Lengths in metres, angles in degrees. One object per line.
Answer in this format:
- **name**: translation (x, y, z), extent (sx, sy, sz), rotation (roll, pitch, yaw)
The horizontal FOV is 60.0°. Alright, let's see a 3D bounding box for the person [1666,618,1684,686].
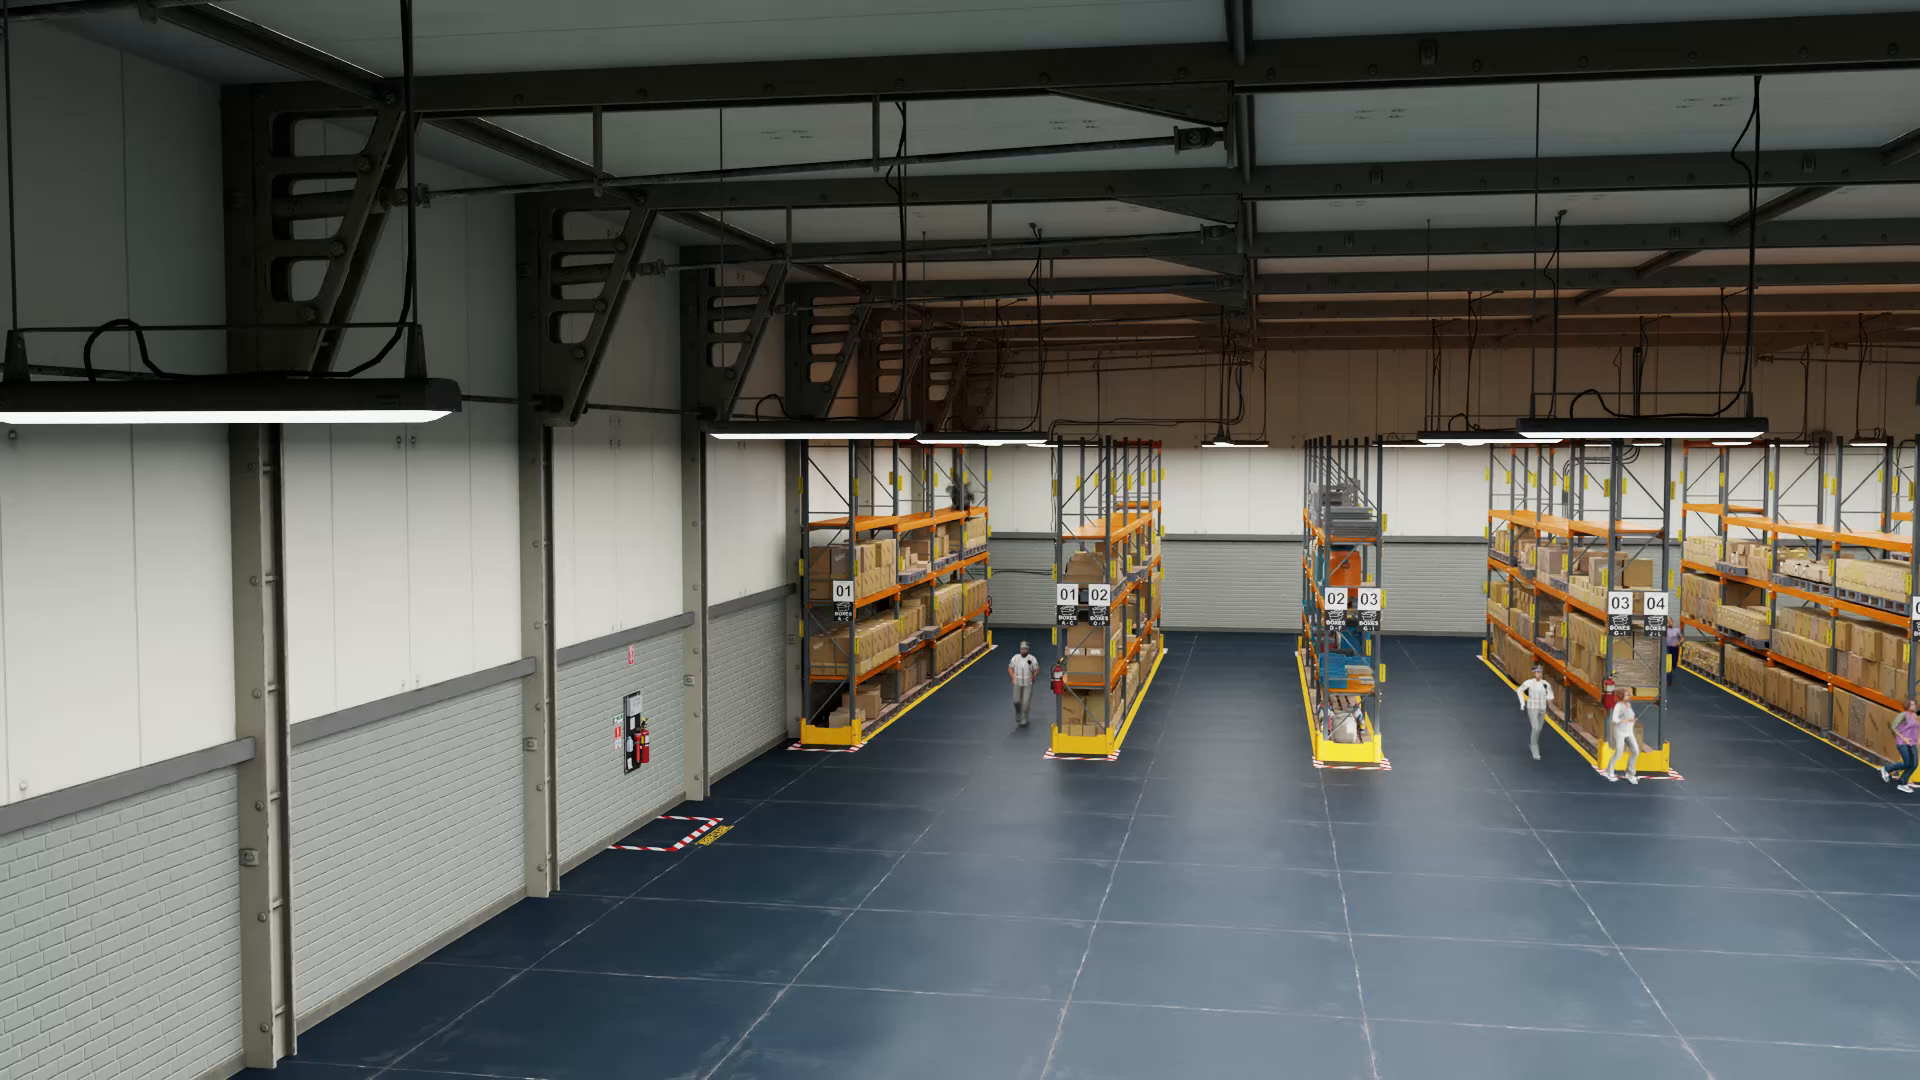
- **person**: translation (17.392, 2.720, 40.712), extent (0.601, 1.648, 0.776), rotation (1, 3, 16)

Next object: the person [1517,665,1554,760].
- **person**: translation (10.754, 3.193, 31.020), extent (0.583, 1.739, 0.752), rotation (0, 3, -4)

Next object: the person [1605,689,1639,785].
- **person**: translation (11.393, 3.381, 28.556), extent (0.538, 1.643, 0.621), rotation (-2, 4, -32)

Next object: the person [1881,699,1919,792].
- **person**: translation (15.896, 3.442, 28.026), extent (0.563, 1.543, 0.535), rotation (-1, 3, -25)

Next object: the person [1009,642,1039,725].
- **person**: translation (1.314, 2.979, 34.568), extent (0.637, 1.731, 0.588), rotation (0, 3, 6)
